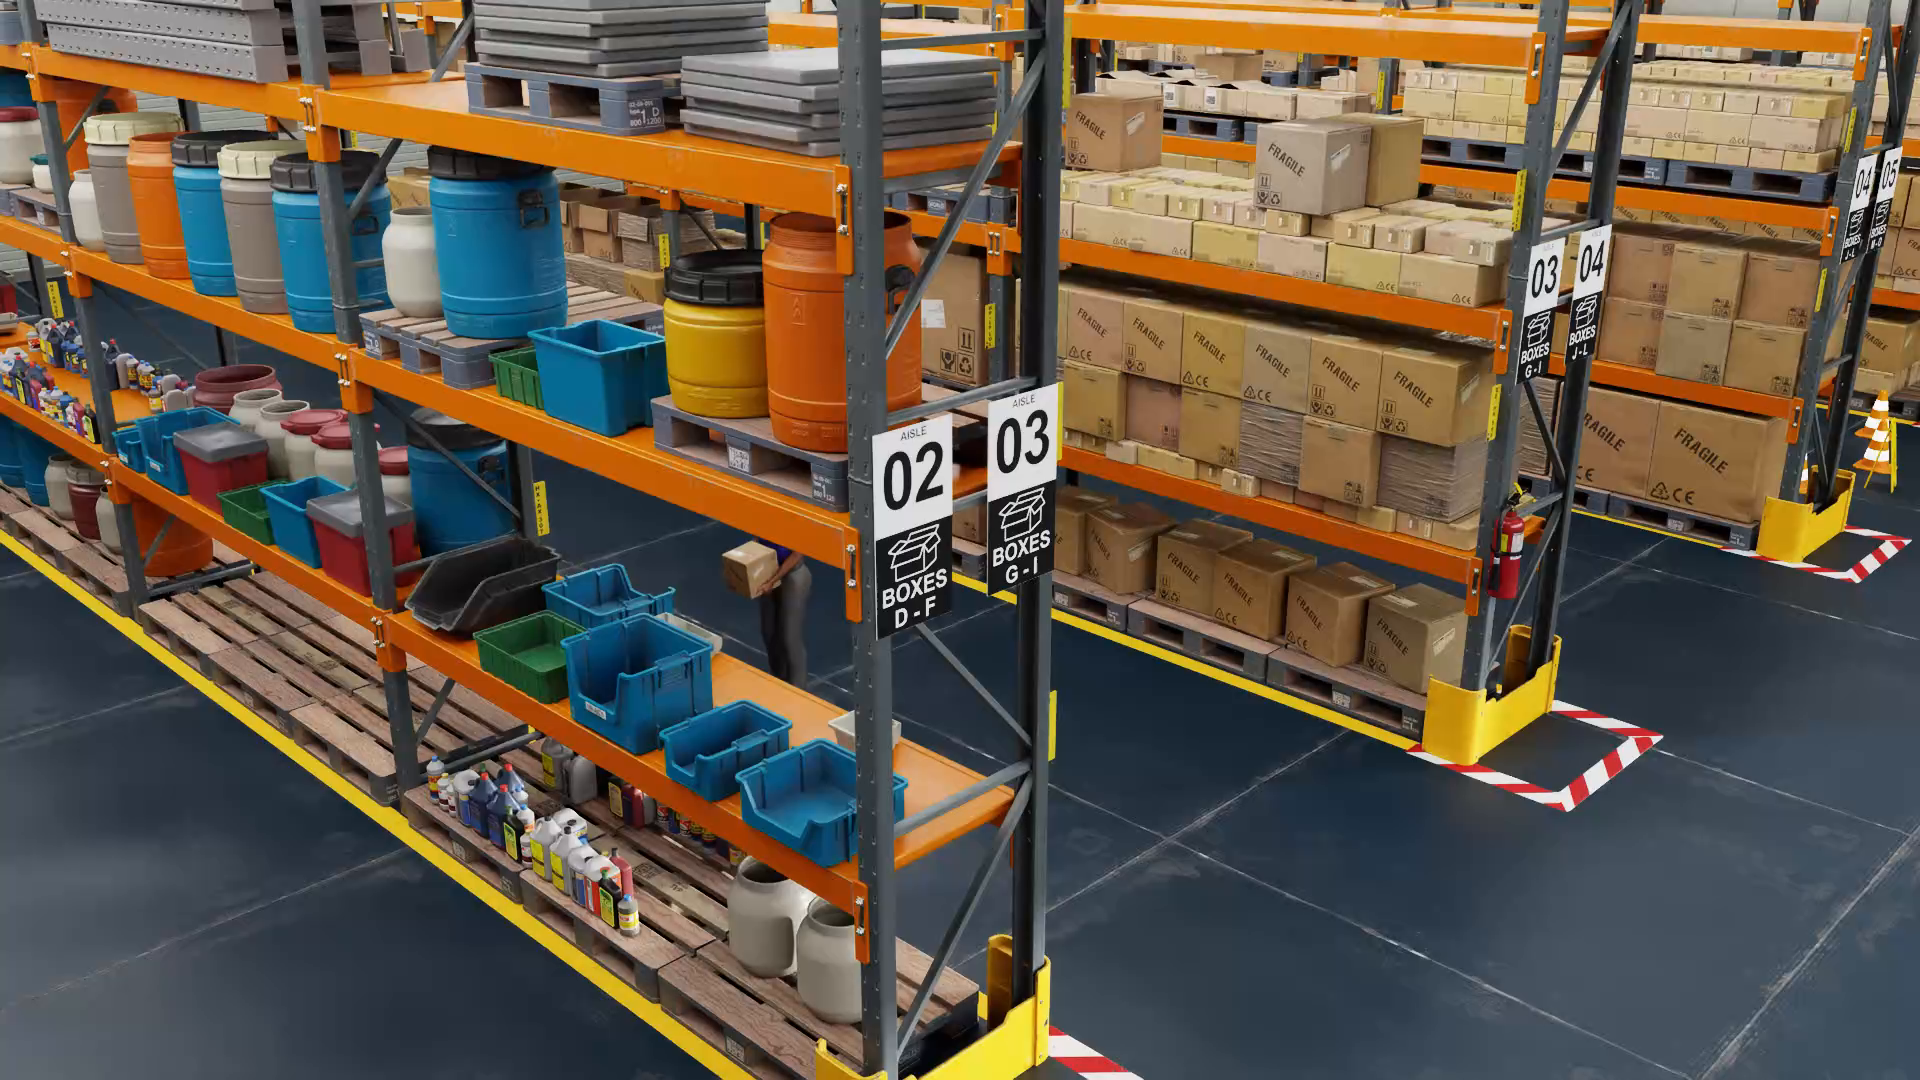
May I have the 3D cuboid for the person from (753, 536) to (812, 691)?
[{"bbox_3d":[-1.210,0.302,10.800,0.448,1.655,0.505,19,28,41],"label":"person"}]
